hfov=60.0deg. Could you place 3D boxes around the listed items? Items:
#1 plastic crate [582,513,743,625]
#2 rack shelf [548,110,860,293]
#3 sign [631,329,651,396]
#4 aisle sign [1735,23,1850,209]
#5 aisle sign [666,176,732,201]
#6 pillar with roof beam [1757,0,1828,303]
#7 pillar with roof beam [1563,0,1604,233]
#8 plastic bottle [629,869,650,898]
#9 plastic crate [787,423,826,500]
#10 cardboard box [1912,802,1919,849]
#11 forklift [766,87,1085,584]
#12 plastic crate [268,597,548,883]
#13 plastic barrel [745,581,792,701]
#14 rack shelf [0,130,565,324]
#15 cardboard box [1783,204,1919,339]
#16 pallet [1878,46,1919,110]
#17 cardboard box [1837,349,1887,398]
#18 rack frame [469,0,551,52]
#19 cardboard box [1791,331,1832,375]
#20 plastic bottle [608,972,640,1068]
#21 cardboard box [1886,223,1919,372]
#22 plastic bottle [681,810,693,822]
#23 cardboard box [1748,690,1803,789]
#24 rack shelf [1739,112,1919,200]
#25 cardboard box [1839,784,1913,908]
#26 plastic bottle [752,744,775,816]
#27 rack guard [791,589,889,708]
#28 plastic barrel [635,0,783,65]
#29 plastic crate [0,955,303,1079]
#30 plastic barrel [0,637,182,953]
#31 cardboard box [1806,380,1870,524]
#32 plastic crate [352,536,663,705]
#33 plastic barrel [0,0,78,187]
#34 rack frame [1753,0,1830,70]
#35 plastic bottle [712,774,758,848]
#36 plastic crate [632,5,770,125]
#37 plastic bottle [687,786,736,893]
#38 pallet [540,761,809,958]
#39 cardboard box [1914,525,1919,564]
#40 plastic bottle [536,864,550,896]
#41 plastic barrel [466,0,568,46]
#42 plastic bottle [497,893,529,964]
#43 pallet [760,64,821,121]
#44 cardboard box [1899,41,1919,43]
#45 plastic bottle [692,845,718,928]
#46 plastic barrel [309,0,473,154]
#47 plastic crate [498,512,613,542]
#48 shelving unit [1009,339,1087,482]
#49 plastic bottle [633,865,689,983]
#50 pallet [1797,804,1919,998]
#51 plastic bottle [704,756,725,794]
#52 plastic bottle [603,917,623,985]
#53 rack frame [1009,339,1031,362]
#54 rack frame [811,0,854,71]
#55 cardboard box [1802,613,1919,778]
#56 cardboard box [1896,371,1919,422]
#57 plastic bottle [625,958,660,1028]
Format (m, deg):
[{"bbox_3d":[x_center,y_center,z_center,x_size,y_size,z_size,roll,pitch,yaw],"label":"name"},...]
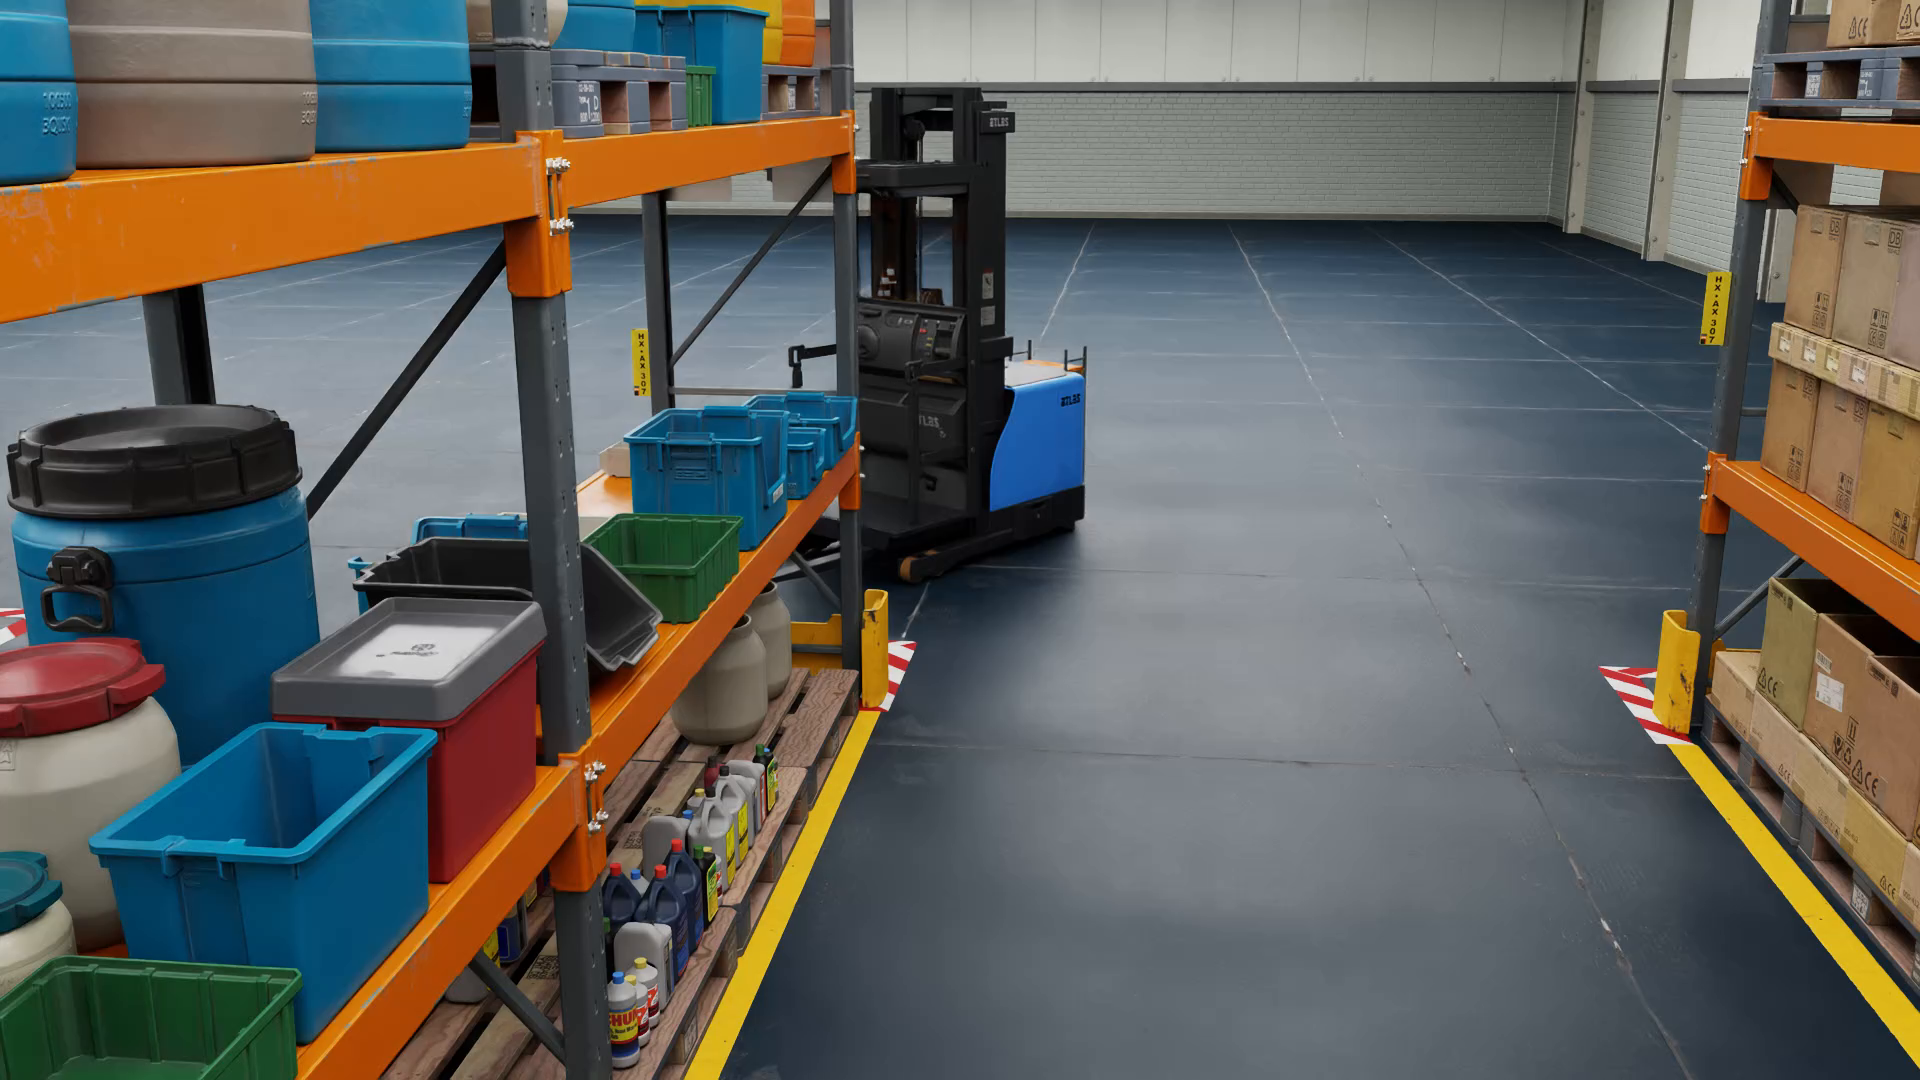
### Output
[{"bbox_3d":[-1.009,0.087,5.498,0.450,0.188,0.662,2,15,6],"label":"plastic crate"},{"bbox_3d":[-1.217,-1.291,5.820,1.077,0.370,4.000,2,15,6],"label":"rack shelf"},{"bbox_3d":[-1.537,-0.860,8.064,0.100,0.325,0.005,2,15,6],"label":"sign"},{"bbox_3d":[3.633,-1.843,7.250,0.394,0.787,0.004,2,15,6],"label":"aisle sign"},{"bbox_3d":[-1.274,-1.991,7.798,0.394,0.787,0.004,2,15,6],"label":"aisle sign"},{"bbox_3d":[7.387,-7.901,23.142,9.100,9.000,0.400,2,15,6],"label":"pillar with roof beam"},{"bbox_3d":[8.741,-11.013,34.652,9.100,9.000,0.400,2,15,6],"label":"pillar with roof beam"},{"bbox_3d":[-1.043,1.195,5.379,0.097,0.271,0.097,0,15,0],"label":"plastic bottle"},{"bbox_3d":[-0.829,-0.330,6.921,0.499,0.251,0.408,2,15,6],"label":"plastic crate"},{"bbox_3d":[3.434,0.852,5.289,0.500,0.500,0.500,2,15,6],"label":"cardboard box"},{"bbox_3d":[-0.483,-1.295,10.336,1.130,2.935,3.031,13,20,39],"label":"forklift"},{"bbox_3d":[-1.193,0.433,3.693,0.402,0.464,0.583,2,15,6],"label":"plastic crate"},{"bbox_3d":[-0.990,0.463,7.666,0.421,0.512,0.421,0,15,0],"label":"plastic barrel"},{"bbox_3d":[-1.668,-0.253,1.983,1.077,0.370,4.000,2,15,6],"label":"rack shelf"},{"bbox_3d":[3.859,-1.102,6.813,0.700,0.500,0.500,2,15,6],"label":"cardboard box"},{"bbox_3d":[3.689,-1.467,5.264,1.003,0.211,1.213,2,15,6],"label":"pallet"},{"bbox_3d":[3.584,-0.629,6.308,0.380,0.149,0.250,1,15,5],"label":"cardboard box"},{"bbox_3d":[-1.443,-2.567,3.416,1.000,3.000,0.127,2,15,6],"label":"rack frame"},{"bbox_3d":[3.645,-0.759,6.789,0.380,0.149,0.250,1,15,5],"label":"cardboard box"},{"bbox_3d":[-0.971,1.364,4.756,0.097,0.271,0.097,0,15,0],"label":"plastic bottle"},{"bbox_3d":[3.749,-0.835,5.825,0.700,0.500,0.500,2,15,6],"label":"cardboard box"},{"bbox_3d":[-0.974,1.071,5.975,0.097,0.201,0.097,0,15,0],"label":"plastic bottle"},{"bbox_3d":[3.596,0.825,6.827,0.500,0.250,0.500,2,15,6],"label":"cardboard box"},{"bbox_3d":[3.704,-1.144,5.277,1.077,0.370,4.000,2,15,6],"label":"rack shelf"},{"bbox_3d":[3.478,1.084,5.868,0.500,0.250,0.500,2,15,6],"label":"cardboard box"},{"bbox_3d":[-0.758,0.910,6.410,0.061,0.283,0.133,2,15,8],"label":"plastic bottle"},{"bbox_3d":[-0.953,0.519,8.284,1.175,0.500,0.348,2,15,6],"label":"rack guard"},{"bbox_3d":[-0.994,-2.151,6.458,0.600,0.588,0.600,0,15,0],"label":"plastic barrel"},{"bbox_3d":[-1.359,0.891,2.526,0.450,0.188,0.662,2,15,6],"label":"plastic crate"},{"bbox_3d":[-1.768,0.505,3.288,0.433,0.535,0.433,0,15,0],"label":"plastic barrel"},{"bbox_3d":[3.810,-0.353,6.529,0.700,0.500,0.500,2,15,8],"label":"cardboard box"},{"bbox_3d":[-1.257,0.227,4.696,0.767,0.338,0.504,2,15,6],"label":"plastic crate"},{"bbox_3d":[-1.432,-0.884,1.976,0.600,0.901,0.708,2,15,6],"label":"plastic barrel"},{"bbox_3d":[3.930,-3.458,6.710,1.000,3.000,0.127,2,15,6],"label":"rack frame"},{"bbox_3d":[-0.834,0.984,6.153,0.152,0.276,0.135,1,15,5],"label":"plastic bottle"},{"bbox_3d":[-0.907,-1.645,5.785,0.392,0.384,0.575,2,15,6],"label":"plastic crate"},{"bbox_3d":[-0.870,1.039,5.806,0.144,0.351,0.185,2,15,6],"label":"plastic bottle"},{"bbox_3d":[-1.190,1.185,6.377,1.003,0.211,1.213,2,15,6],"label":"pallet"},{"bbox_3d":[3.693,-0.088,5.548,0.700,0.500,0.500,2,15,8],"label":"cardboard box"},{"bbox_3d":[-1.470,1.080,5.784,0.061,0.283,0.133,2,15,6],"label":"plastic bottle"},{"bbox_3d":[-1.199,-1.482,4.130,0.421,0.512,0.421,0,15,0],"label":"plastic barrel"},{"bbox_3d":[-1.485,1.204,5.339,0.152,0.276,0.135,2,15,6],"label":"plastic bottle"},{"bbox_3d":[-1.182,-1.854,6.886,1.003,0.211,1.213,2,15,6],"label":"pallet"},{"bbox_3d":[3.622,-1.859,5.952,0.380,0.149,0.250,2,15,6],"label":"cardboard box"},{"bbox_3d":[-0.858,1.140,5.560,0.061,0.283,0.133,2,15,9],"label":"plastic bottle"},{"bbox_3d":[-1.284,-1.223,3.231,0.600,0.901,0.708,2,15,6],"label":"plastic barrel"},{"bbox_3d":[-1.511,0.028,5.819,0.530,0.136,0.437,2,15,6],"label":"plastic crate"},{"bbox_3d":[0.611,-0.786,11.771,0.503,1.200,0.258,13,20,39],"label":"shelving unit"},{"bbox_3d":[-0.939,1.198,5.217,0.144,0.351,0.185,2,15,8],"label":"plastic bottle"},{"bbox_3d":[3.745,1.299,5.952,1.003,0.211,1.213,2,15,6],"label":"pallet"},{"bbox_3d":[-0.924,0.941,6.296,0.061,0.283,0.133,2,15,6],"label":"plastic bottle"},{"bbox_3d":[-1.068,1.270,5.079,0.061,0.283,0.133,2,15,6],"label":"plastic bottle"},{"bbox_3d":[0.425,-0.828,11.924,0.015,1.200,0.240,13,20,39],"label":"rack frame"},{"bbox_3d":[-0.991,-3.605,7.253,1.000,3.000,0.127,2,15,6],"label":"rack frame"},{"bbox_3d":[3.550,0.593,6.248,0.500,0.500,0.500,2,15,6],"label":"cardboard box"},{"bbox_3d":[3.528,-0.494,5.807,0.380,0.149,0.250,2,15,6],"label":"cardboard box"},{"bbox_3d":[-0.948,1.345,4.960,0.097,0.201,0.097,0,15,0],"label":"plastic bottle"}]
